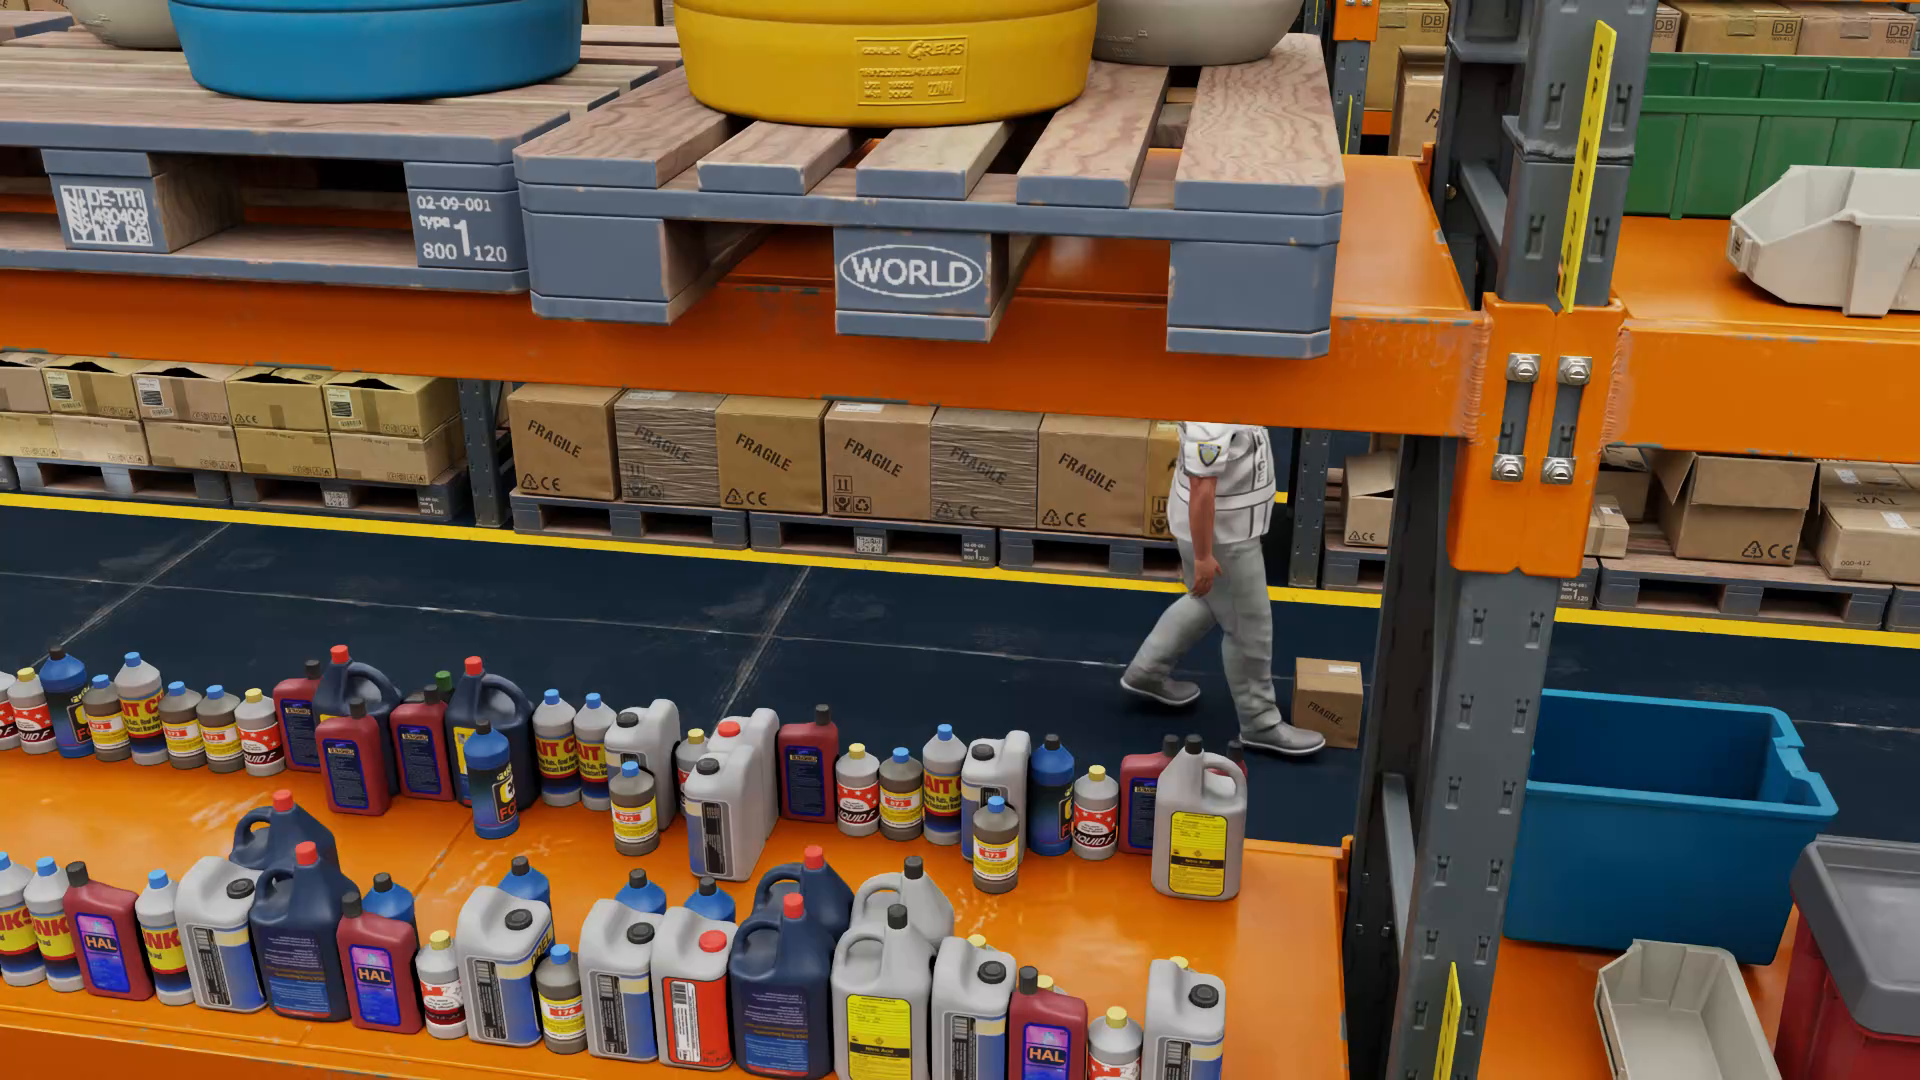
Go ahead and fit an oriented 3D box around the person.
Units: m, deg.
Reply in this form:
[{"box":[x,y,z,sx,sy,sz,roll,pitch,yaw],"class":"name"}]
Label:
[{"box":[1.021,-0.056,6.199,0.784,1.717,0.581,2,25,4],"class":"person"}]
